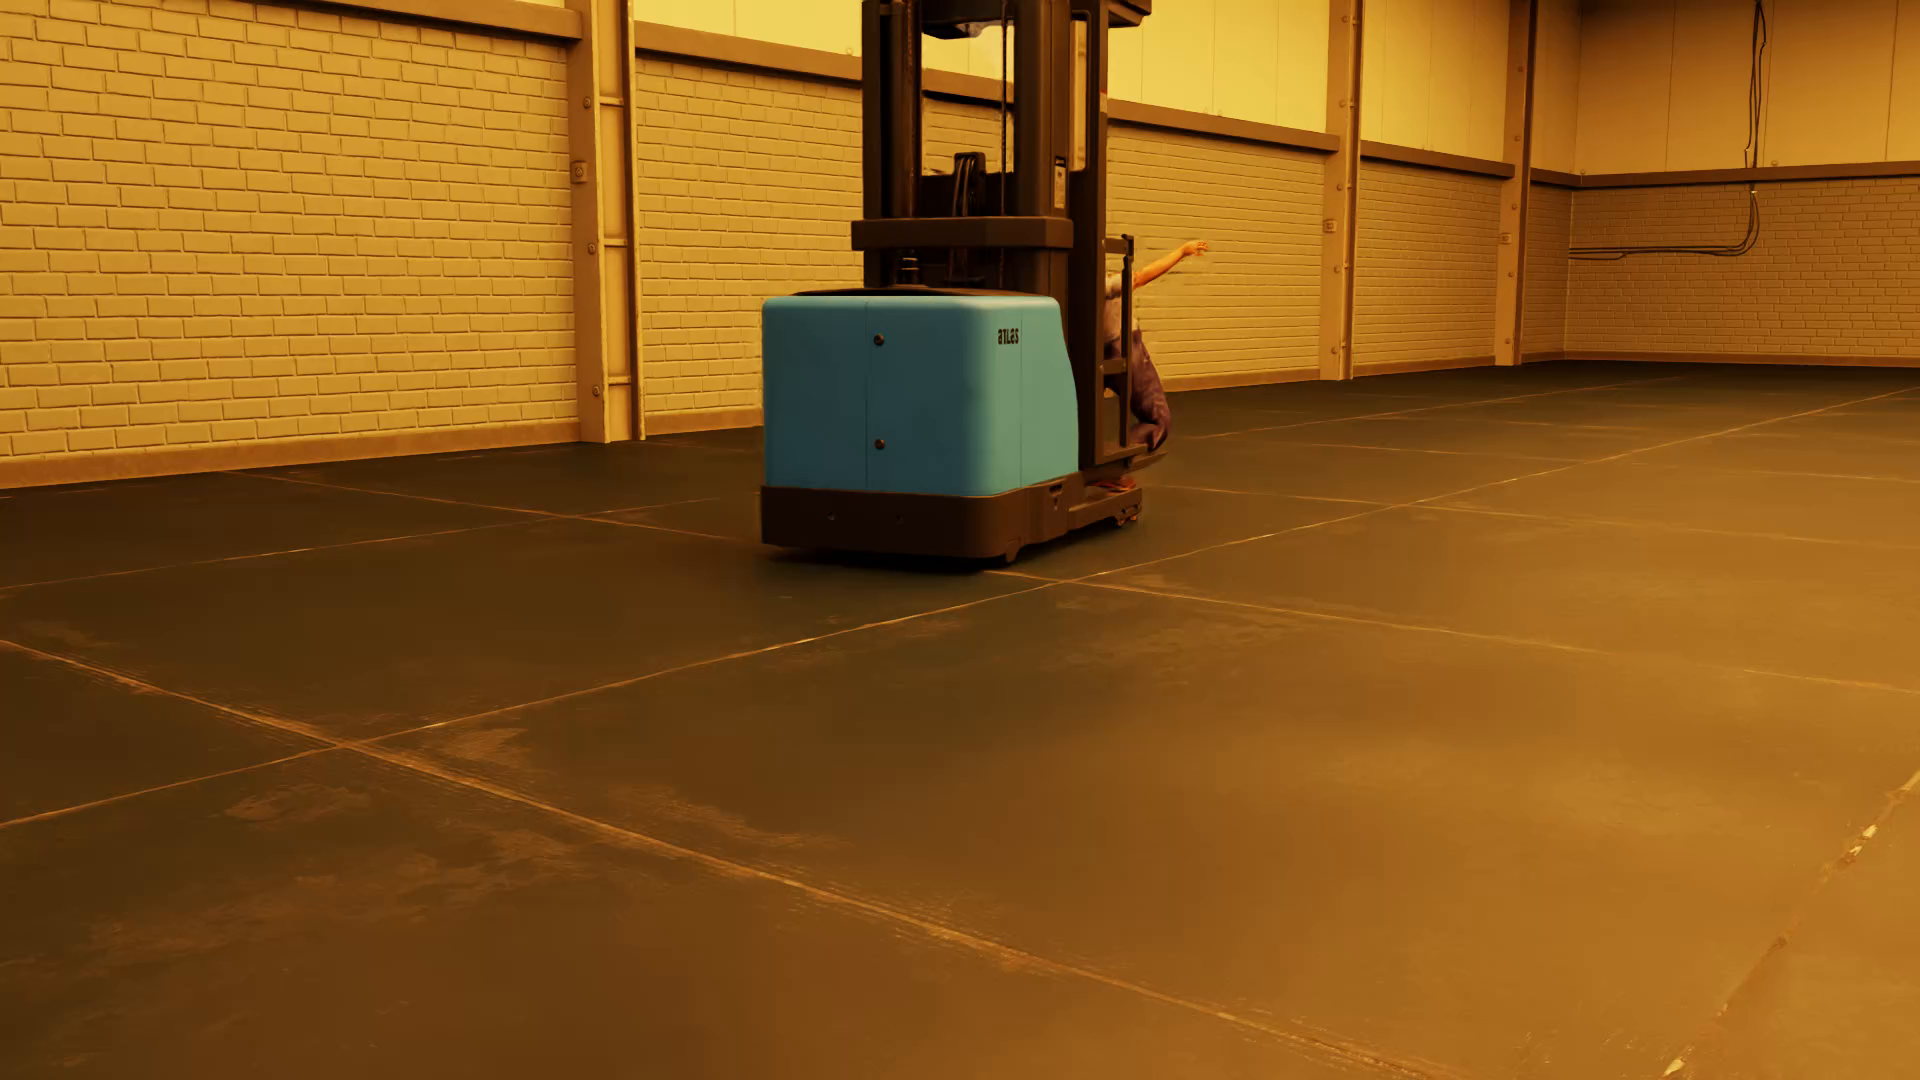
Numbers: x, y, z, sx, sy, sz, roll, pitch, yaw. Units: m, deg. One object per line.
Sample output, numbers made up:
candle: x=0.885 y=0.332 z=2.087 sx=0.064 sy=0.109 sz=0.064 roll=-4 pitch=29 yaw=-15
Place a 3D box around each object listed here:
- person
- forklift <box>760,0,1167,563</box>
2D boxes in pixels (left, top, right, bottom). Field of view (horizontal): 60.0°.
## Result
person: x=0.804 y=-1.038 z=9.023 sx=0.964 sy=1.540 sz=0.642 roll=8 pitch=11 yaw=42
forklift: x=0.232 y=-1.535 z=7.769 sx=1.130 sy=2.935 sz=3.031 roll=4 pitch=9 yaw=23
